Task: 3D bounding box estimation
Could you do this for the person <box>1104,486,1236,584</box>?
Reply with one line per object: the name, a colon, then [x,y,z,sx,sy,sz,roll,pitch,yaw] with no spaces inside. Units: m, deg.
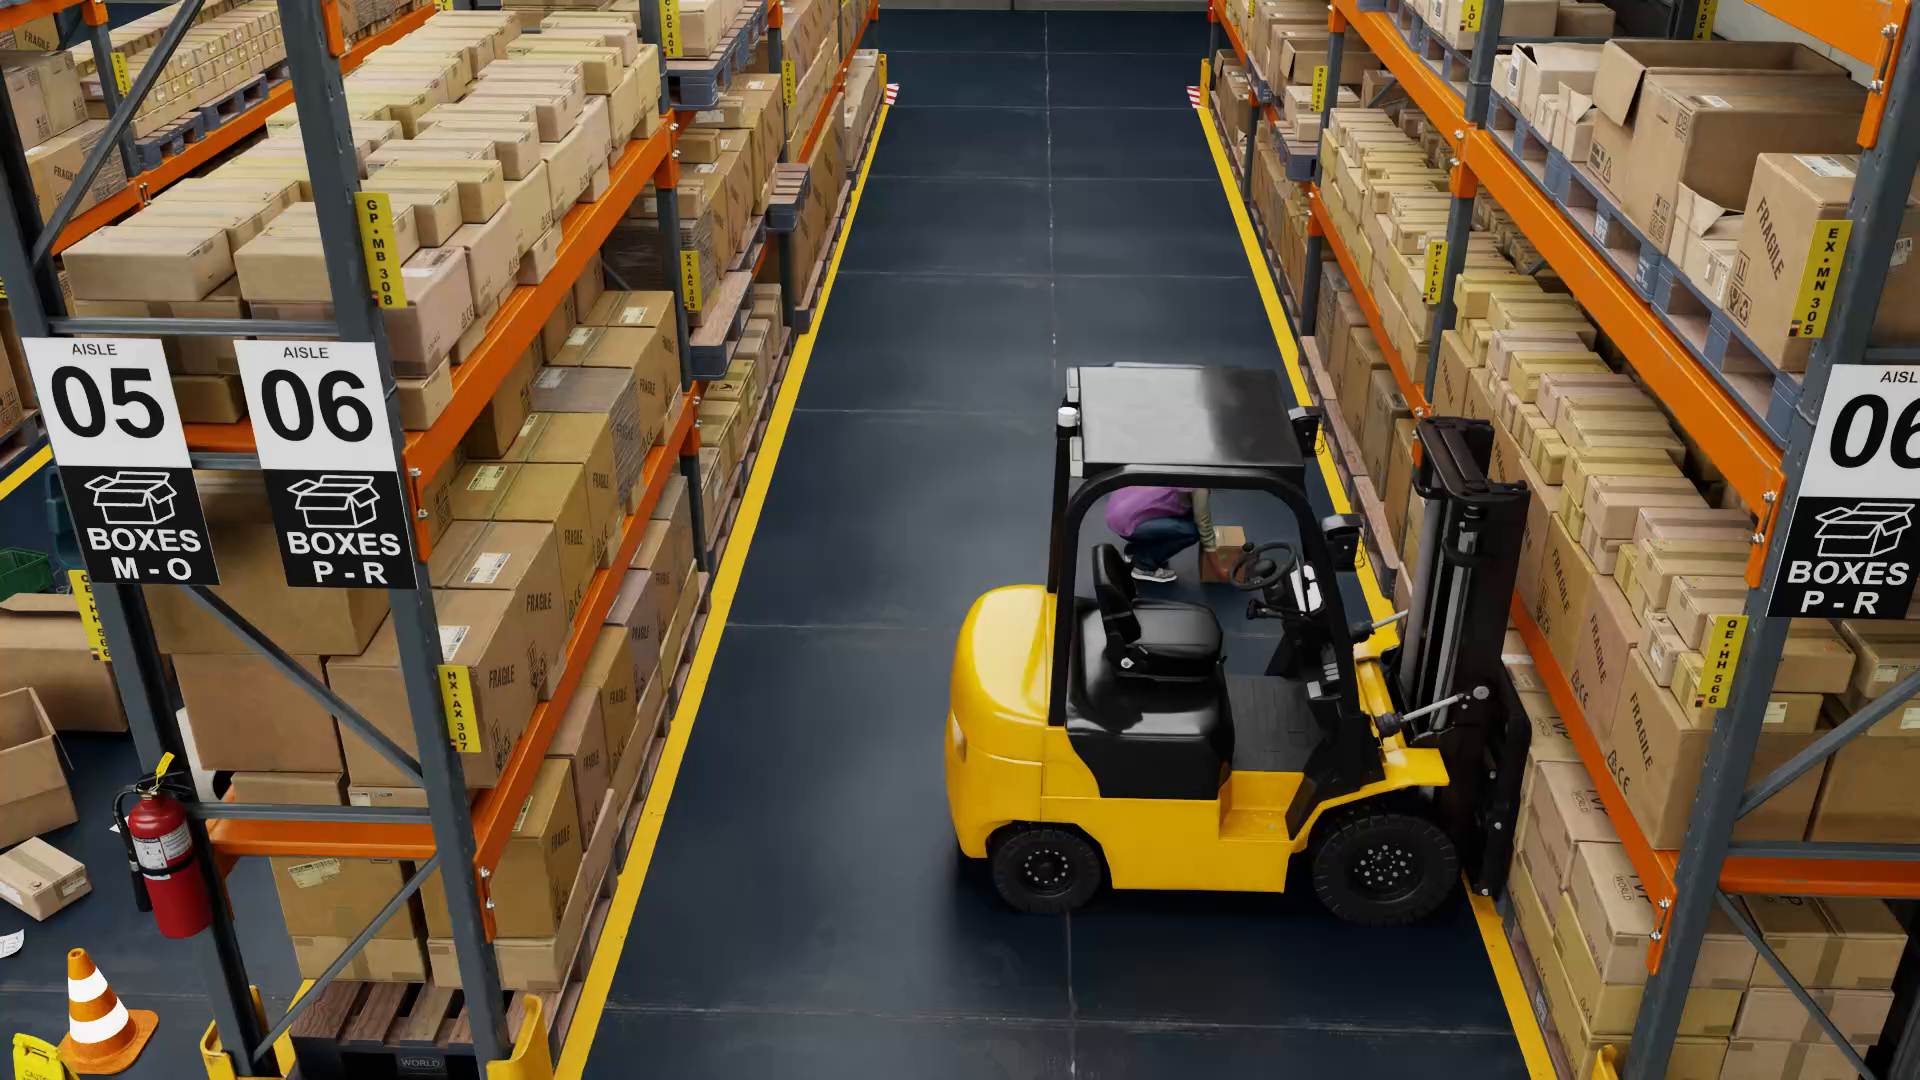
person: [1.255,-0.125,9.805,0.810,0.770,0.433,1,28,2]
